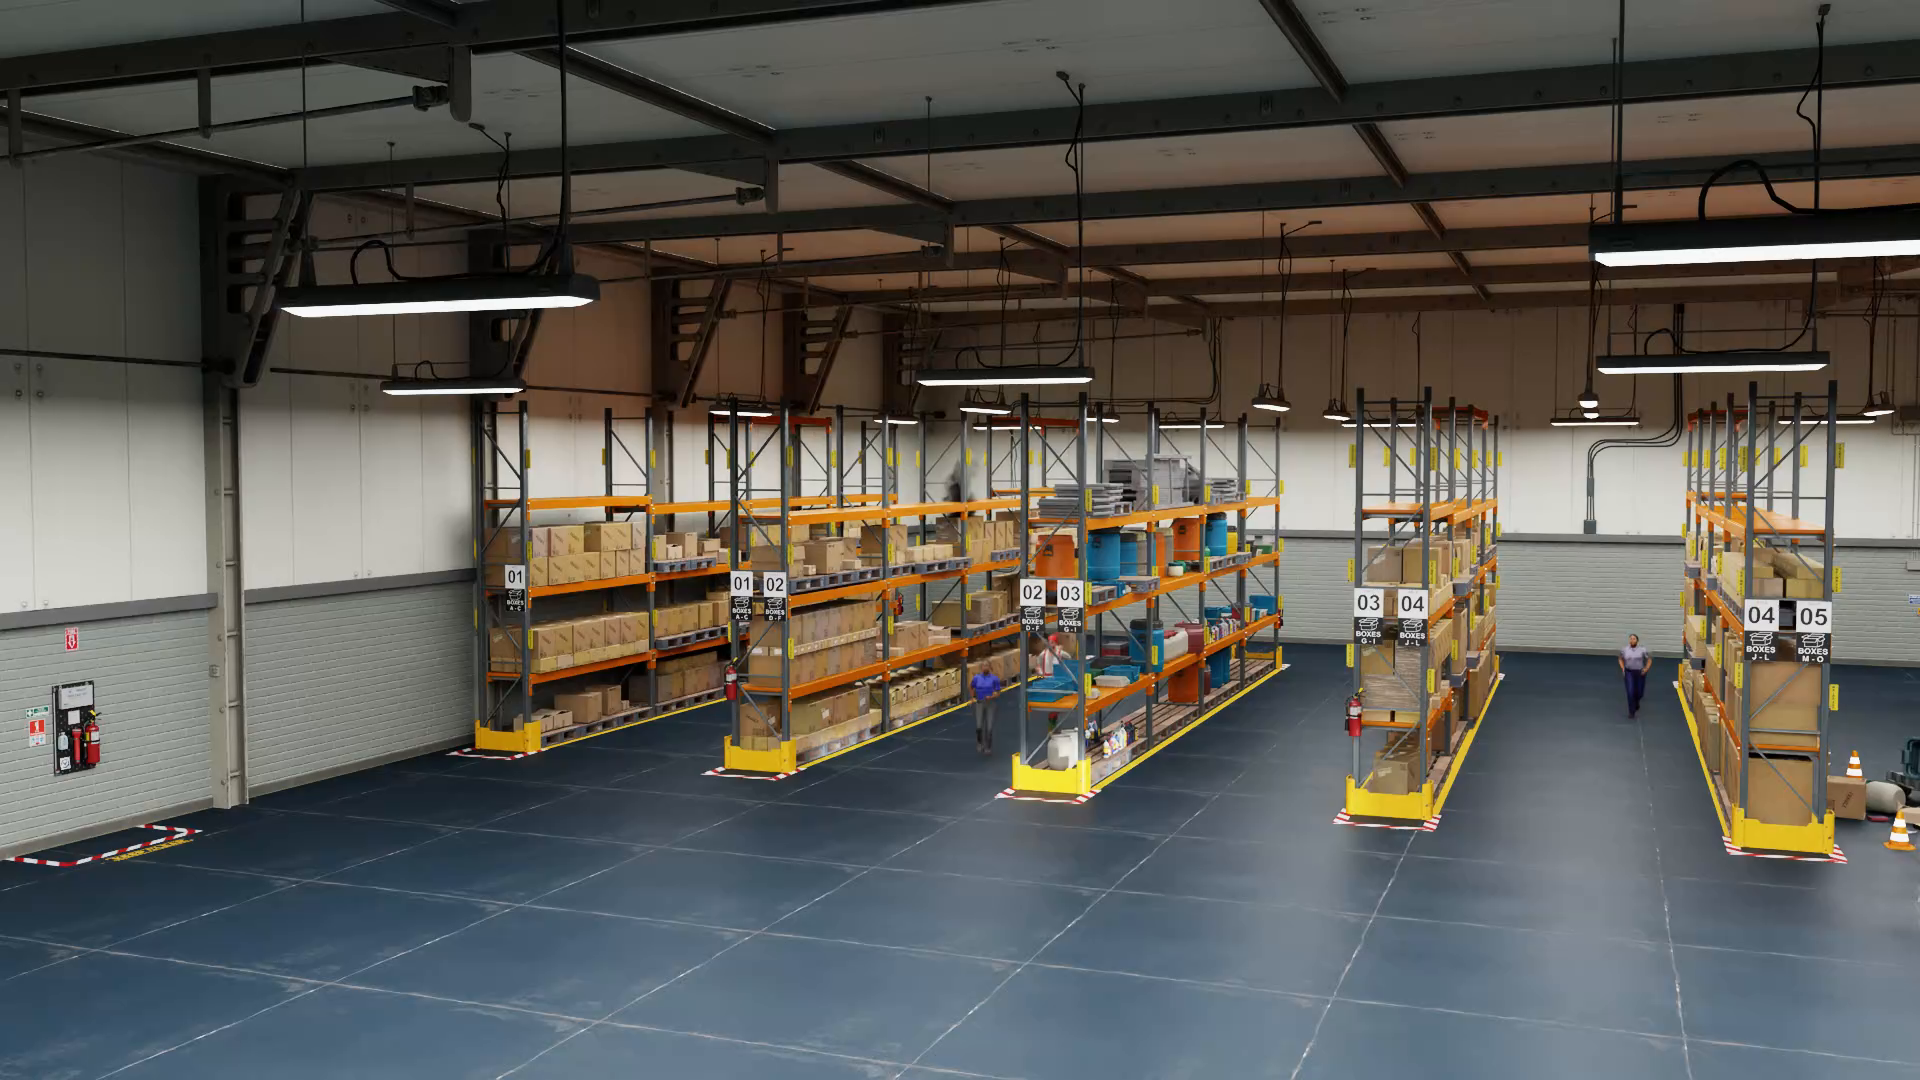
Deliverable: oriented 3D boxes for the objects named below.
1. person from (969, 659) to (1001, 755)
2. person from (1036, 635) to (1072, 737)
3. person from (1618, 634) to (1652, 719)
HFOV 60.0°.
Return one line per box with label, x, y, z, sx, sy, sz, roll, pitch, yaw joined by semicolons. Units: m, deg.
person;0.414;2.823;27.959;0.557;1.616;0.599;0;3;5
person;1.721;2.626;30.352;0.669;1.794;0.991;1;3;22
person;13.111;2.637;32.325;0.602;1.625;0.566;1;3;25
